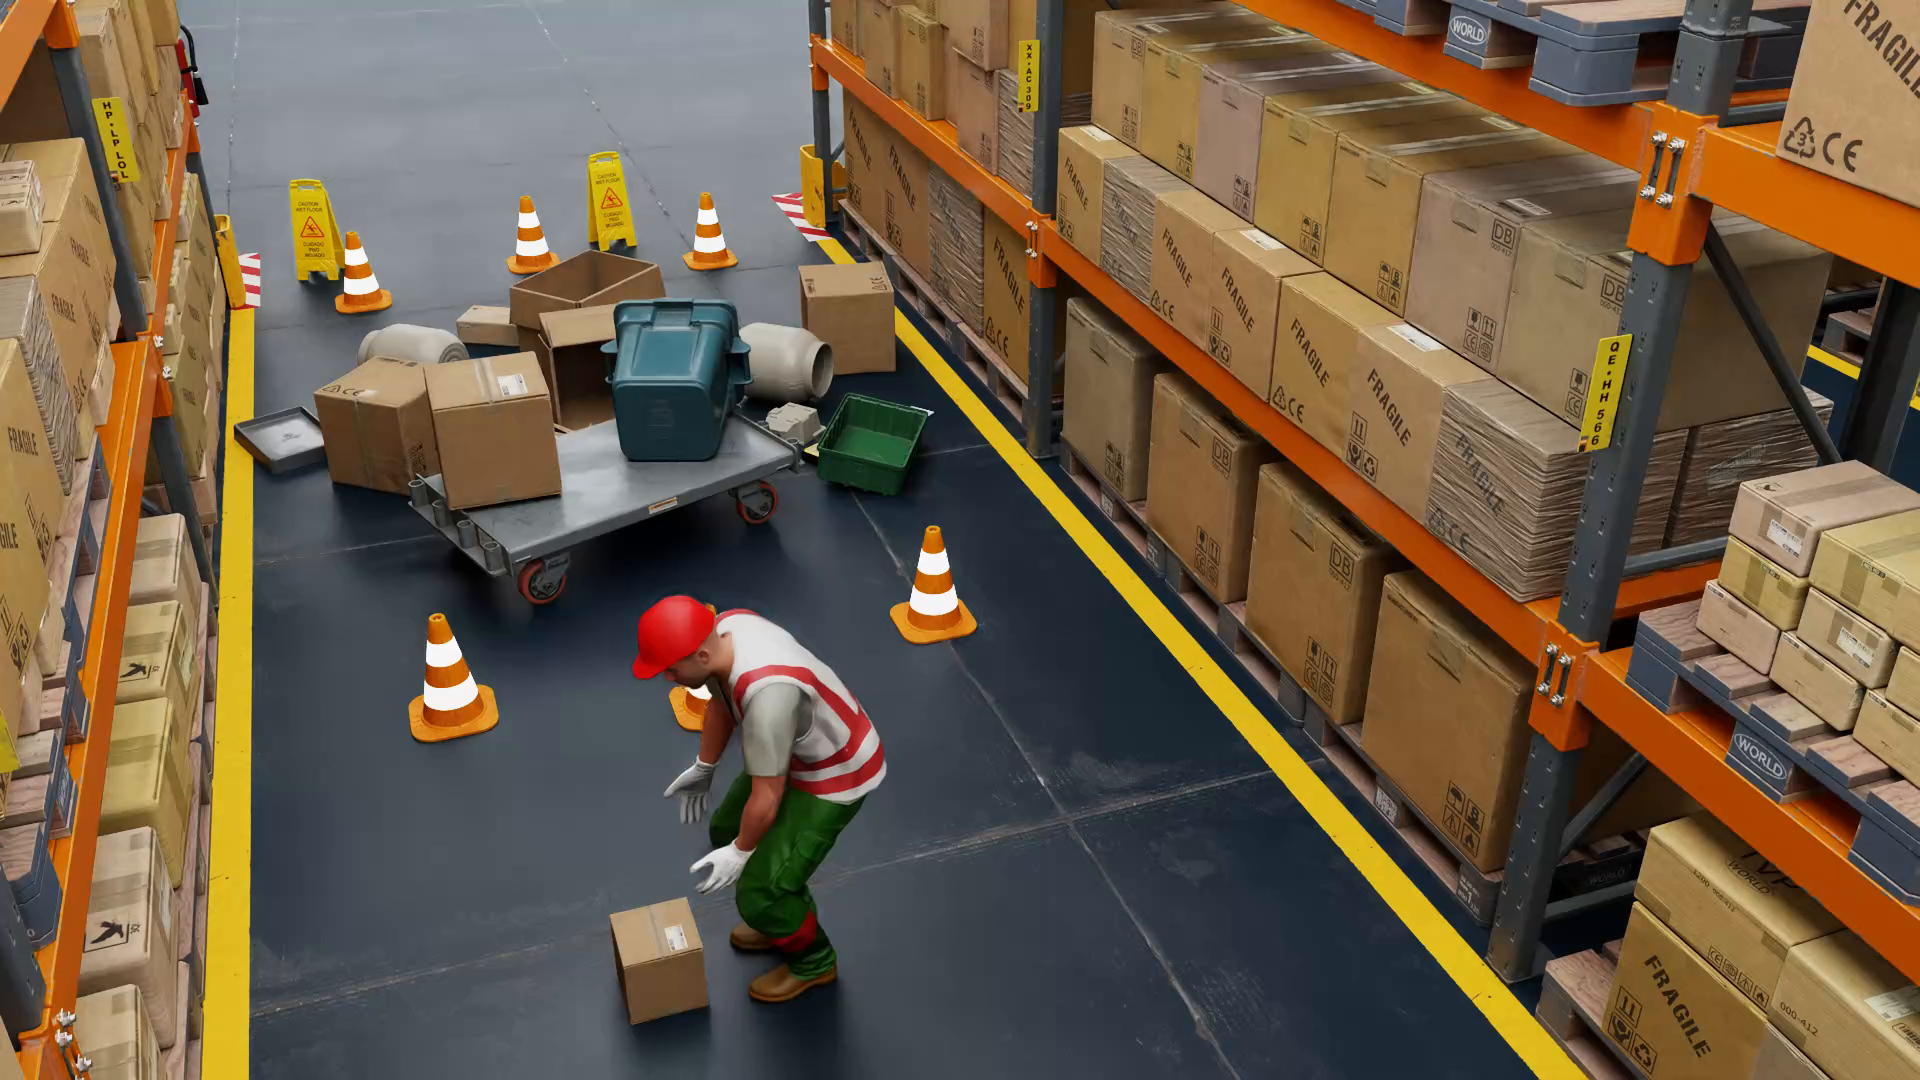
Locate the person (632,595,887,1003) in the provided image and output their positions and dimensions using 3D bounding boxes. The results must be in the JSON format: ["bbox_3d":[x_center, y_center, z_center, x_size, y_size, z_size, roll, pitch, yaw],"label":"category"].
[{"bbox_3d":[-0.584,0.767,5.075,0.731,1.471,0.582,-10,31,-17],"label":"person"}]
